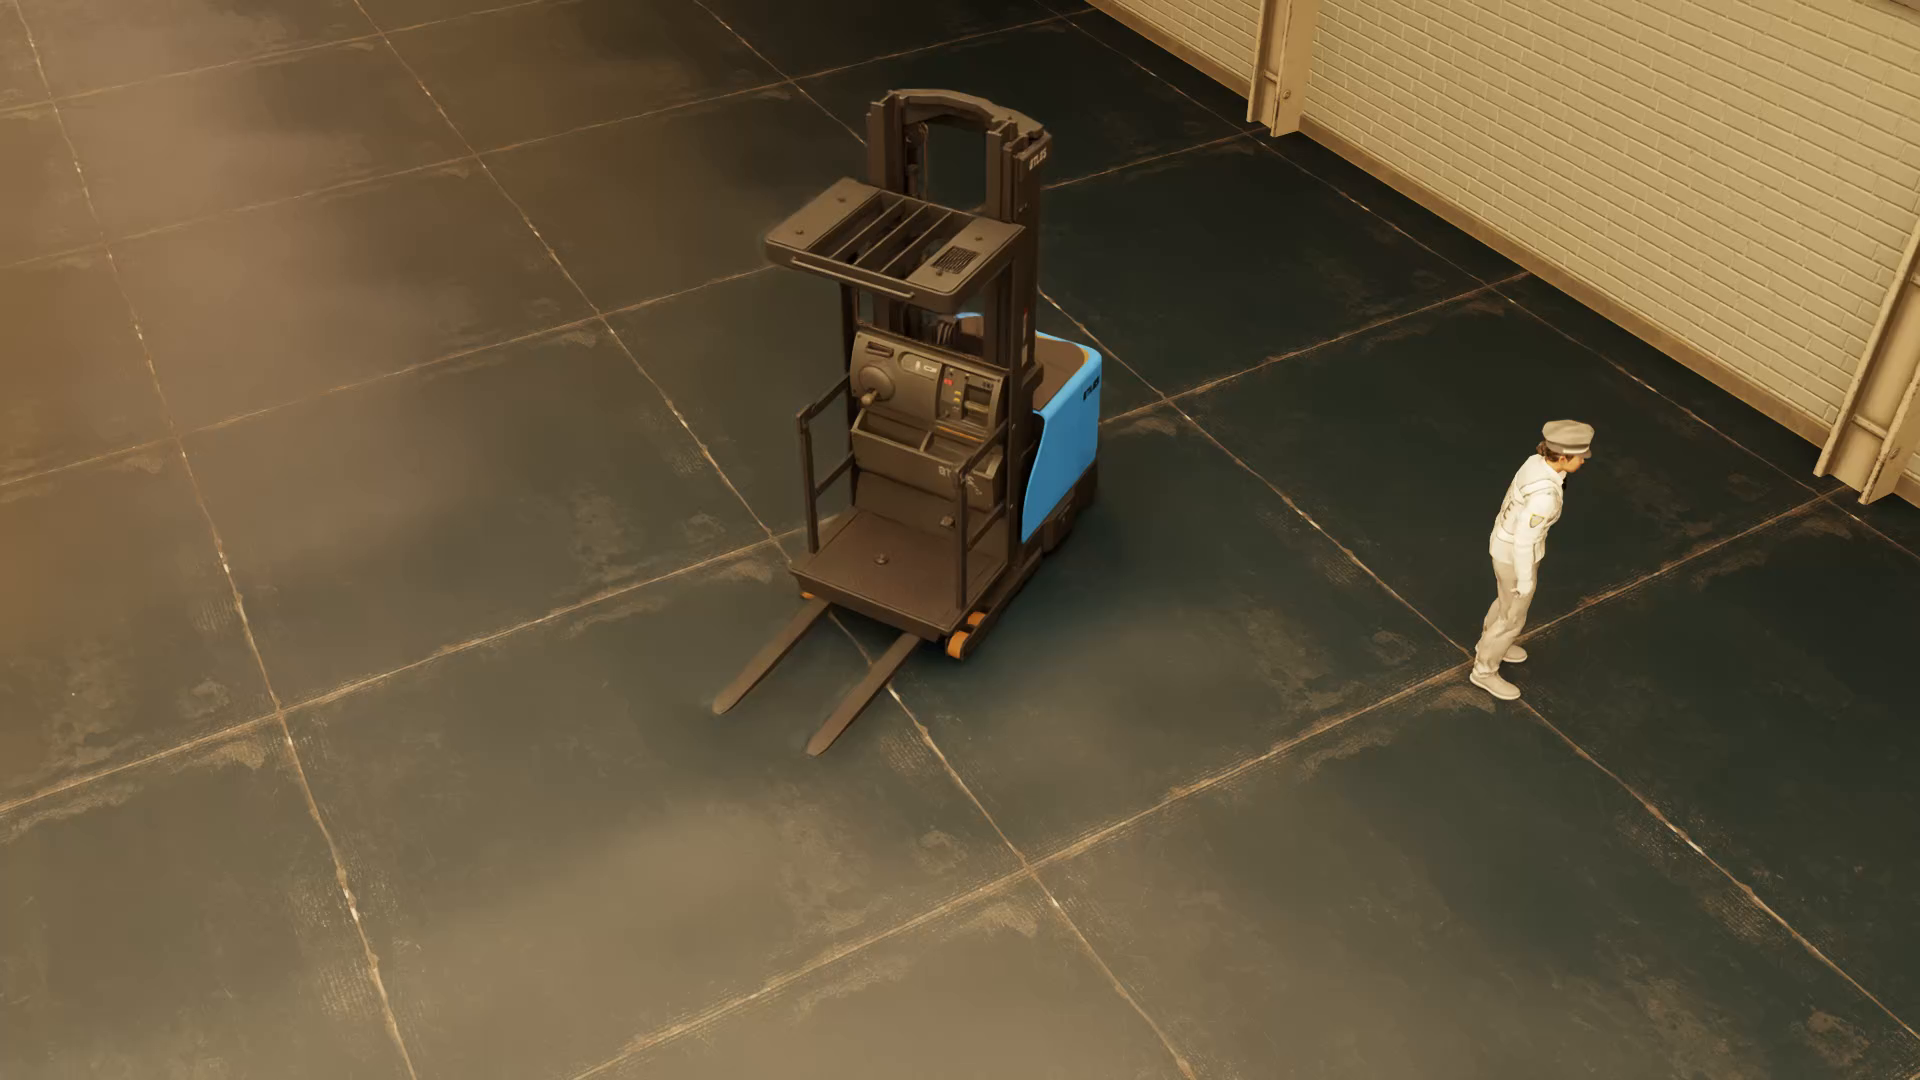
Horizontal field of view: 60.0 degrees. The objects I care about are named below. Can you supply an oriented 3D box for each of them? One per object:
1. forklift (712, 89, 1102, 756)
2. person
[{"bbox_3d":[-0.292,-0.780,8.977,1.130,2.935,3.031,20,44,22],"label":"forklift"},{"bbox_3d":[3.032,0.076,8.940,0.374,1.662,0.534,12,41,15],"label":"person"}]
